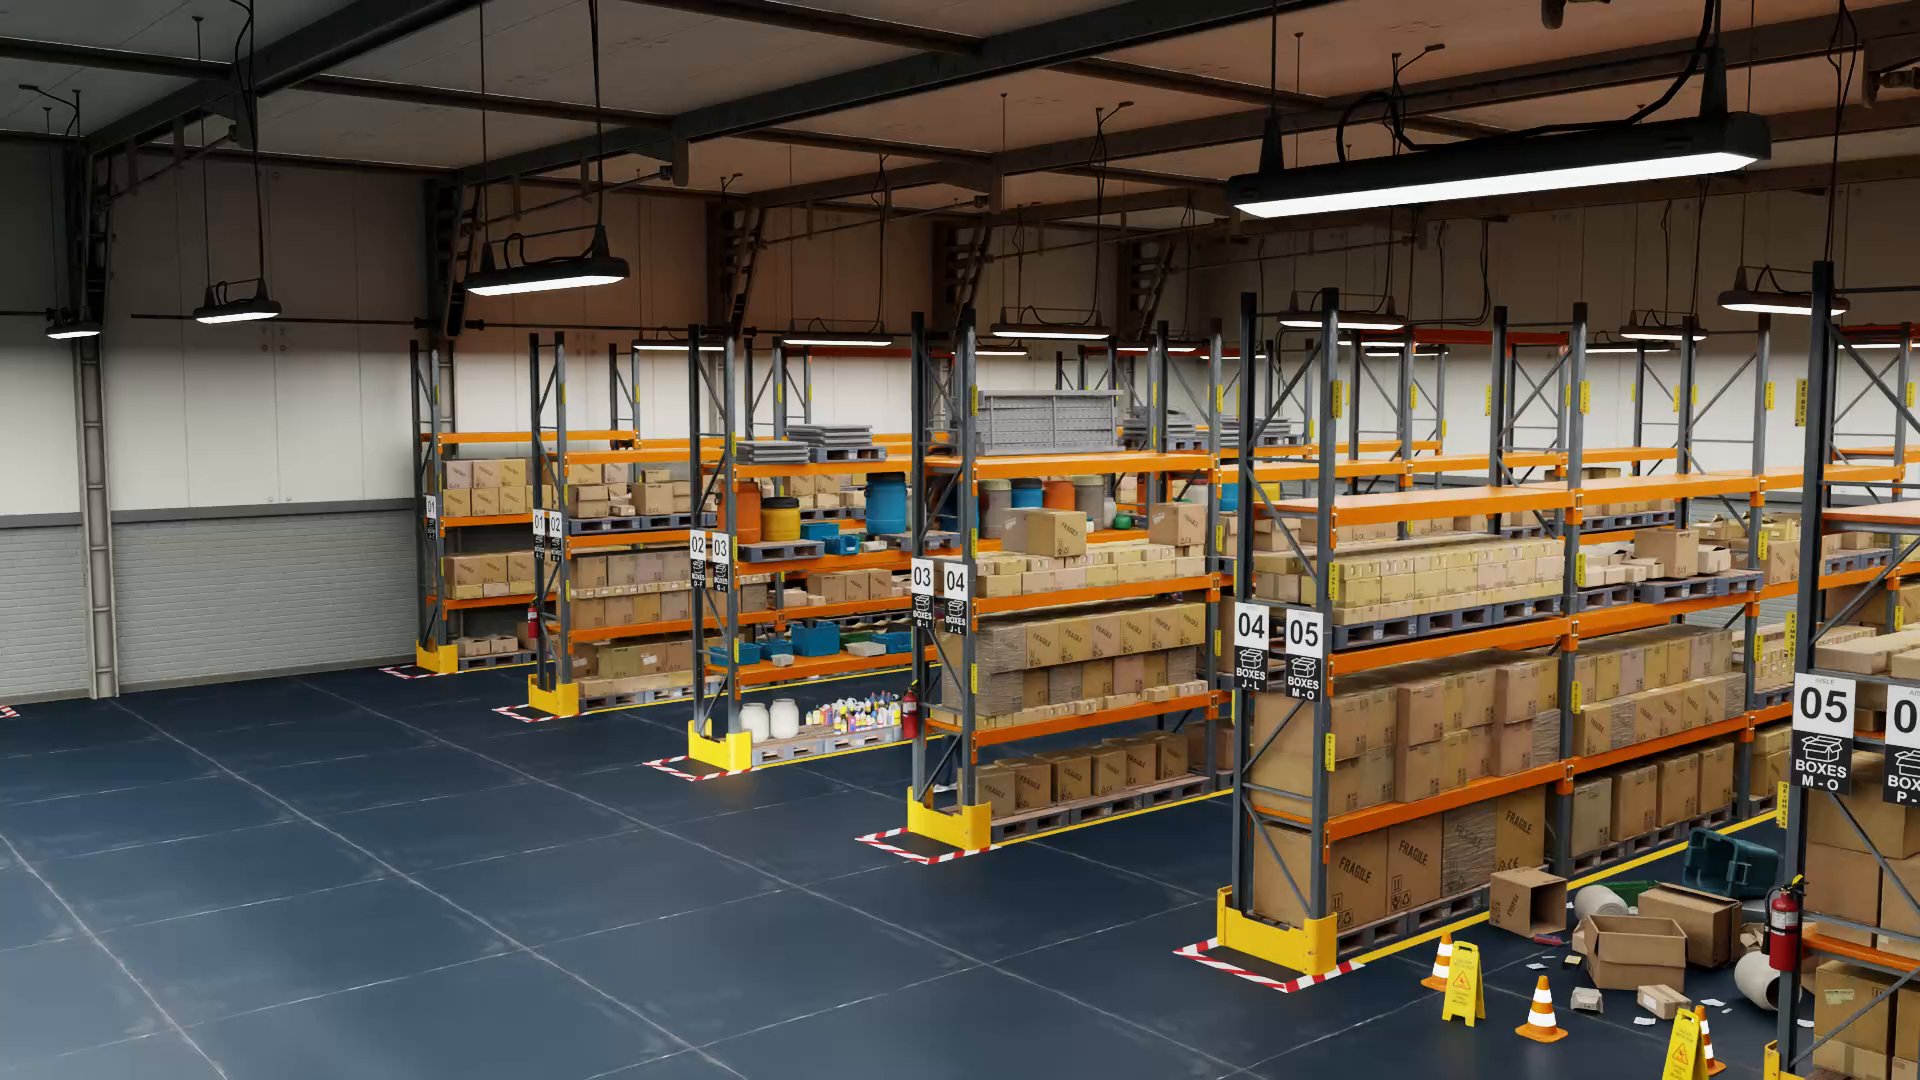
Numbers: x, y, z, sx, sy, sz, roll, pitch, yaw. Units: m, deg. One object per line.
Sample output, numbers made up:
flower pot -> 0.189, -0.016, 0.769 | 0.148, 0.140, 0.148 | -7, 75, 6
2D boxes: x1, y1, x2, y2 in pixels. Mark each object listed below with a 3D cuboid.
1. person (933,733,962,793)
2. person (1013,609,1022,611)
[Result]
person -> -0.103, 2.411, 21.215 | 0.373, 1.610, 0.511 | 5, 7, 42
person -> 1.009, 1.740, 28.947 | 0.496, 1.526, 0.696 | 5, 7, 42
